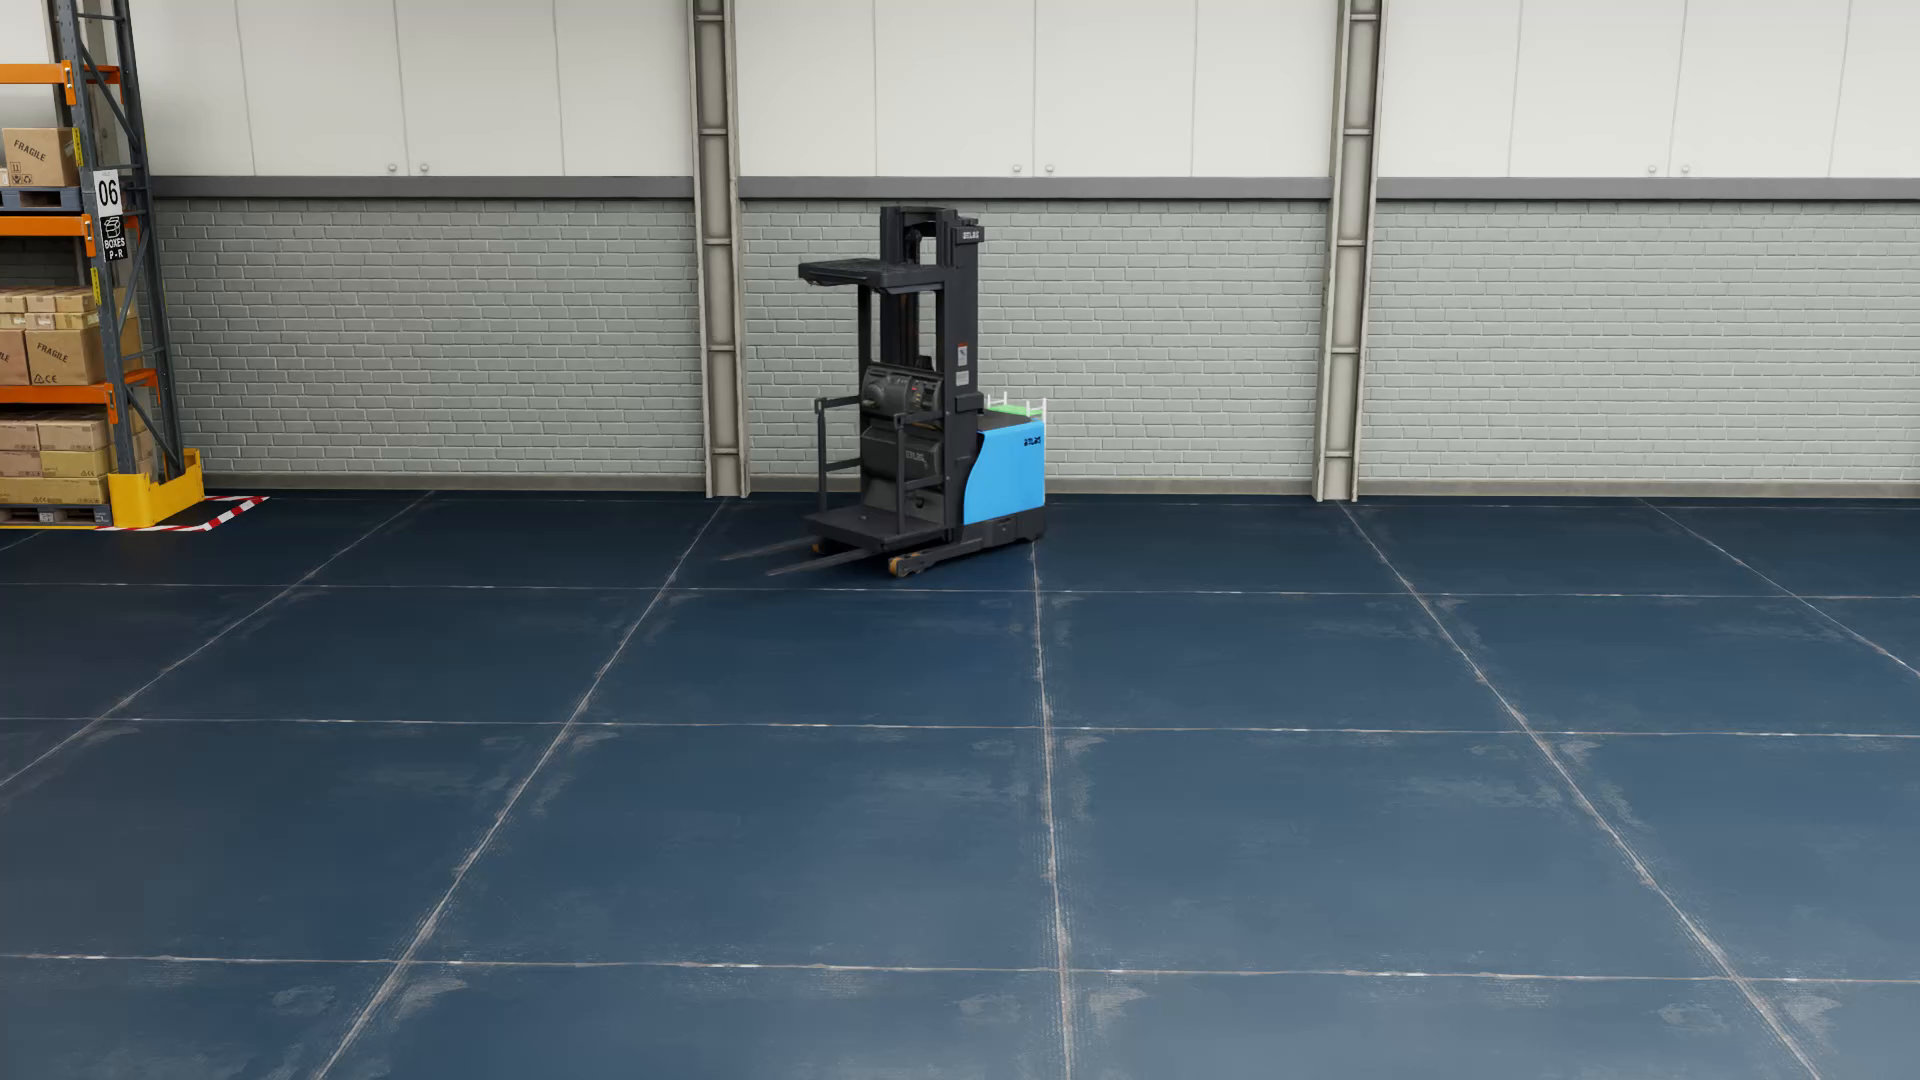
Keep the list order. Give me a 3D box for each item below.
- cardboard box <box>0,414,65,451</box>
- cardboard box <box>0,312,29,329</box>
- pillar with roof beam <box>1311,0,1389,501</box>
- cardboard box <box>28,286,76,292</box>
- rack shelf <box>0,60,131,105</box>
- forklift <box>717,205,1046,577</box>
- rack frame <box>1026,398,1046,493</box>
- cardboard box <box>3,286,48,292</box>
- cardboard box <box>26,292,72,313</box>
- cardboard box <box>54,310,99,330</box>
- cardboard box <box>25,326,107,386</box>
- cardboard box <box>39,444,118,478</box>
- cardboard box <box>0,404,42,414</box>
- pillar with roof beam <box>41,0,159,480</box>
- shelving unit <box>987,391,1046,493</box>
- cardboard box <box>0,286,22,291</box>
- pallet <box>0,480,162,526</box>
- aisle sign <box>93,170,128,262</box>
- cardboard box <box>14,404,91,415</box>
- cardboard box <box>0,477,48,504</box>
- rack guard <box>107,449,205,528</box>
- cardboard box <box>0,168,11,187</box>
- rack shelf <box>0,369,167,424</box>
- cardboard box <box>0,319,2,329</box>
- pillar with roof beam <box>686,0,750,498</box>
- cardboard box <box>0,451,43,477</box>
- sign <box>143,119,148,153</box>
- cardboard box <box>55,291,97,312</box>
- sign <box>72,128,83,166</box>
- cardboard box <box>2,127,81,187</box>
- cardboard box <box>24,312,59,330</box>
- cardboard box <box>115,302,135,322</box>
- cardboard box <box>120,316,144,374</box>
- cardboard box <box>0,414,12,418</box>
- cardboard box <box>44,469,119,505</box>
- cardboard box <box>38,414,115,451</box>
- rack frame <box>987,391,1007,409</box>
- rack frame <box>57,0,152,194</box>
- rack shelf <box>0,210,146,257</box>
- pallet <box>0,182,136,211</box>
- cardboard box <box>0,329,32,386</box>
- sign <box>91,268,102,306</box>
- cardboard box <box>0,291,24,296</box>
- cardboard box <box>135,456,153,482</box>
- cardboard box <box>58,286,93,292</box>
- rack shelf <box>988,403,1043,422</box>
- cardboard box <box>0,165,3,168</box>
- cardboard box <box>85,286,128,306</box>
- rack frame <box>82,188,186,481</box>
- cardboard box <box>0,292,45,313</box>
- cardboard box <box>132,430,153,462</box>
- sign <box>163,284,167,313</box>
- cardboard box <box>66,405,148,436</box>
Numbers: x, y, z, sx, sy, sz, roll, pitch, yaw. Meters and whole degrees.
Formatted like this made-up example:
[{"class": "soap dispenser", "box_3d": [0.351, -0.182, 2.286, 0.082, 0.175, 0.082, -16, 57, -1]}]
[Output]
[{"class": "cardboard box", "box_3d": [-8.609, -0.994, 15.334, 0.500, 0.250, 0.500, 1, 15, 2]}, {"class": "cardboard box", "box_3d": [-8.498, -2.016, 15.133, 0.250, 0.149, 0.380, 1, 15, 2]}, {"class": "pillar with roof beam", "box_3d": [3.583, -3.671, 11.113, 0.400, 9.000, 9.100, 0, 15, 1]}, {"class": "cardboard box", "box_3d": [-8.486, -2.282, 15.561, 0.250, 0.149, 0.380, 1, 15, 2]}, {"class": "rack shelf", "box_3d": [-9.630, -4.084, 14.874, 4.000, 0.370, 1.077, 0, 15, 1]}, {"class": "forklift", "box_3d": [-0.642, -1.257, 13.860, 3.031, 2.935, 1.130, -14, 20, -42]}, {"class": "rack frame", "box_3d": [0.683, -0.681, 15.067, 0.240, 1.200, 0.015, -14, 20, -43]}, {"class": "cardboard box", "box_3d": [-8.733, -2.288, 15.581, 0.250, 0.149, 0.380, 0, 15, 2]}, {"class": "cardboard box", "box_3d": [-8.241, -2.160, 15.095, 0.250, 0.149, 0.380, 0, 15, 2]}, {"class": "cardboard box", "box_3d": [-7.984, -2.004, 15.090, 0.250, 0.149, 0.380, 1, 15, 2]}, {"class": "cardboard box", "box_3d": [-8.129, -1.696, 15.193, 0.500, 0.500, 0.500, 0, 15, 0]}, {"class": "cardboard box", "box_3d": [-8.125, -0.750, 15.391, 0.500, 0.250, 0.500, 0, 15, 1]}, {"class": "cardboard box", "box_3d": [-9.105, -1.128, 15.843, 0.500, 0.250, 0.500, 0, 15, 1]}, {"class": "pillar with roof beam", "box_3d": [-8.413, -3.749, 11.409, 0.400, 9.000, 9.100, 0, 15, 1]}, {"class": "shelving unit", "box_3d": [0.511, -0.725, 15.235, 0.258, 1.200, 0.503, -14, 20, -43]}, {"class": "cardboard box", "box_3d": [-8.997, -2.283, 15.564, 0.250, 0.149, 0.380, 1, 15, 3]}, {"class": "pallet", "box_3d": [-8.396, -0.358, 15.782, 1.213, 0.211, 1.003, 0, 15, 1]}, {"class": "aisle sign", "box_3d": [-7.572, -2.893, 14.830, 0.004, 0.787, 0.394, 0, 15, 1]}, {"class": "cardboard box", "box_3d": [-8.606, -1.122, 15.821, 0.500, 0.250, 0.500, 0, 15, 2]}, {"class": "cardboard box", "box_3d": [-8.605, -0.513, 15.472, 0.500, 0.250, 0.500, 0, 15, 1]}, {"class": "rack guard", "box_3d": [-7.606, -0.503, 15.766, 0.348, 0.500, 1.175, 0, 15, 1]}, {"class": "cardboard box", "box_3d": [-8.466, -3.220, 14.757, 0.250, 0.149, 0.380, 0, 15, 0]}, {"class": "rack shelf", "box_3d": [-9.630, -1.377, 15.589, 4.000, 0.370, 1.077, 0, 15, 1]}, {"class": "cardboard box", "box_3d": [-8.746, -2.020, 15.150, 0.250, 0.149, 0.380, 0, 15, 1]}, {"class": "pillar with roof beam", "box_3d": [-2.415, -3.710, 11.261, 0.400, 9.000, 9.100, 0, 15, 1]}, {"class": "cardboard box", "box_3d": [-8.626, -0.756, 15.414, 0.500, 0.250, 0.500, 0, 15, 1]}, {"class": "sign", "box_3d": [-7.610, -3.764, 15.480, 0.005, 0.325, 0.100, 0, 15, 1]}, {"class": "cardboard box", "box_3d": [-7.994, -2.166, 15.119, 0.250, 0.149, 0.380, 0, 15, 2]}, {"class": "sign", "box_3d": [-7.658, -3.414, 14.438, 0.005, 0.325, 0.100, 0, 15, 1]}, {"class": "cardboard box", "box_3d": [-8.079, -3.402, 14.761, 0.500, 0.500, 0.500, 1, 15, 3]}, {"class": "cardboard box", "box_3d": [-8.240, -1.998, 15.067, 0.250, 0.149, 0.380, 1, 15, 2]}, {"class": "cardboard box", "box_3d": [-7.963, -2.142, 15.611, 0.250, 0.149, 0.380, 0, 15, 0]}, {"class": "cardboard box", "box_3d": [-8.118, -1.834, 15.715, 0.500, 0.500, 0.500, 1, 15, 3]}, {"class": "cardboard box", "box_3d": [-9.114, -0.995, 15.337, 0.500, 0.250, 0.500, 1, 15, 2]}, {"class": "cardboard box", "box_3d": [-8.108, -0.508, 15.451, 0.500, 0.250, 0.500, 0, 15, 2]}, {"class": "cardboard box", "box_3d": [-8.099, -0.992, 15.327, 0.500, 0.250, 0.500, 1, 15, 3]}, {"class": "rack frame", "box_3d": [0.339, -0.769, 15.402, 0.240, 1.200, 0.015, -14, 20, -43]}, {"class": "rack frame", "box_3d": [-7.630, -4.612, 14.682, 0.127, 3.000, 1.000, 0, 15, 1]}, {"class": "rack shelf", "box_3d": [-9.630, -2.827, 15.206, 4.000, 0.370, 1.077, 0, 15, 1]}, {"class": "pallet", "box_3d": [-8.336, -3.130, 15.119, 1.213, 0.211, 1.003, 0, 15, 1]}, {"class": "cardboard box", "box_3d": [-8.647, -1.702, 15.215, 0.500, 0.500, 0.500, 1, 15, 3]}, {"class": "sign", "box_3d": [-7.658, -2.248, 14.745, 0.005, 0.325, 0.100, 0, 15, 1]}, {"class": "cardboard box", "box_3d": [-8.750, -2.175, 15.154, 0.250, 0.149, 0.380, 0, 15, 2]}, {"class": "cardboard box", "box_3d": [-8.116, -0.638, 15.946, 0.500, 0.250, 0.500, 0, 15, 2]}, {"class": "cardboard box", "box_3d": [-8.225, -2.292, 15.596, 0.250, 0.149, 0.380, 1, 15, 3]}, {"class": "rack shelf", "box_3d": [0.511, -1.127, 15.129, 0.258, 0.148, 0.480, -14, 20, -43]}, {"class": "cardboard box", "box_3d": [-8.720, -3.278, 14.749, 0.258, 0.266, 0.396, 0, 15, 2]}, {"class": "cardboard box", "box_3d": [-7.961, -2.274, 15.529, 0.250, 0.149, 0.380, 0, 15, 0]}, {"class": "rack frame", "box_3d": [-7.630, -1.712, 15.447, 0.127, 3.000, 1.000, 0, 15, 1]}, {"class": "cardboard box", "box_3d": [-8.503, -2.154, 15.075, 0.250, 0.149, 0.380, 1, 15, 3]}, {"class": "cardboard box", "box_3d": [-8.095, -0.883, 15.893, 0.500, 0.250, 0.500, 1, 15, 2]}, {"class": "sign", "box_3d": [-7.610, -2.310, 15.863, 0.005, 0.325, 0.100, 0, 15, 1]}, {"class": "cardboard box", "box_3d": [-8.106, -1.120, 15.812, 0.500, 0.250, 0.500, 0, 15, 1]}]
